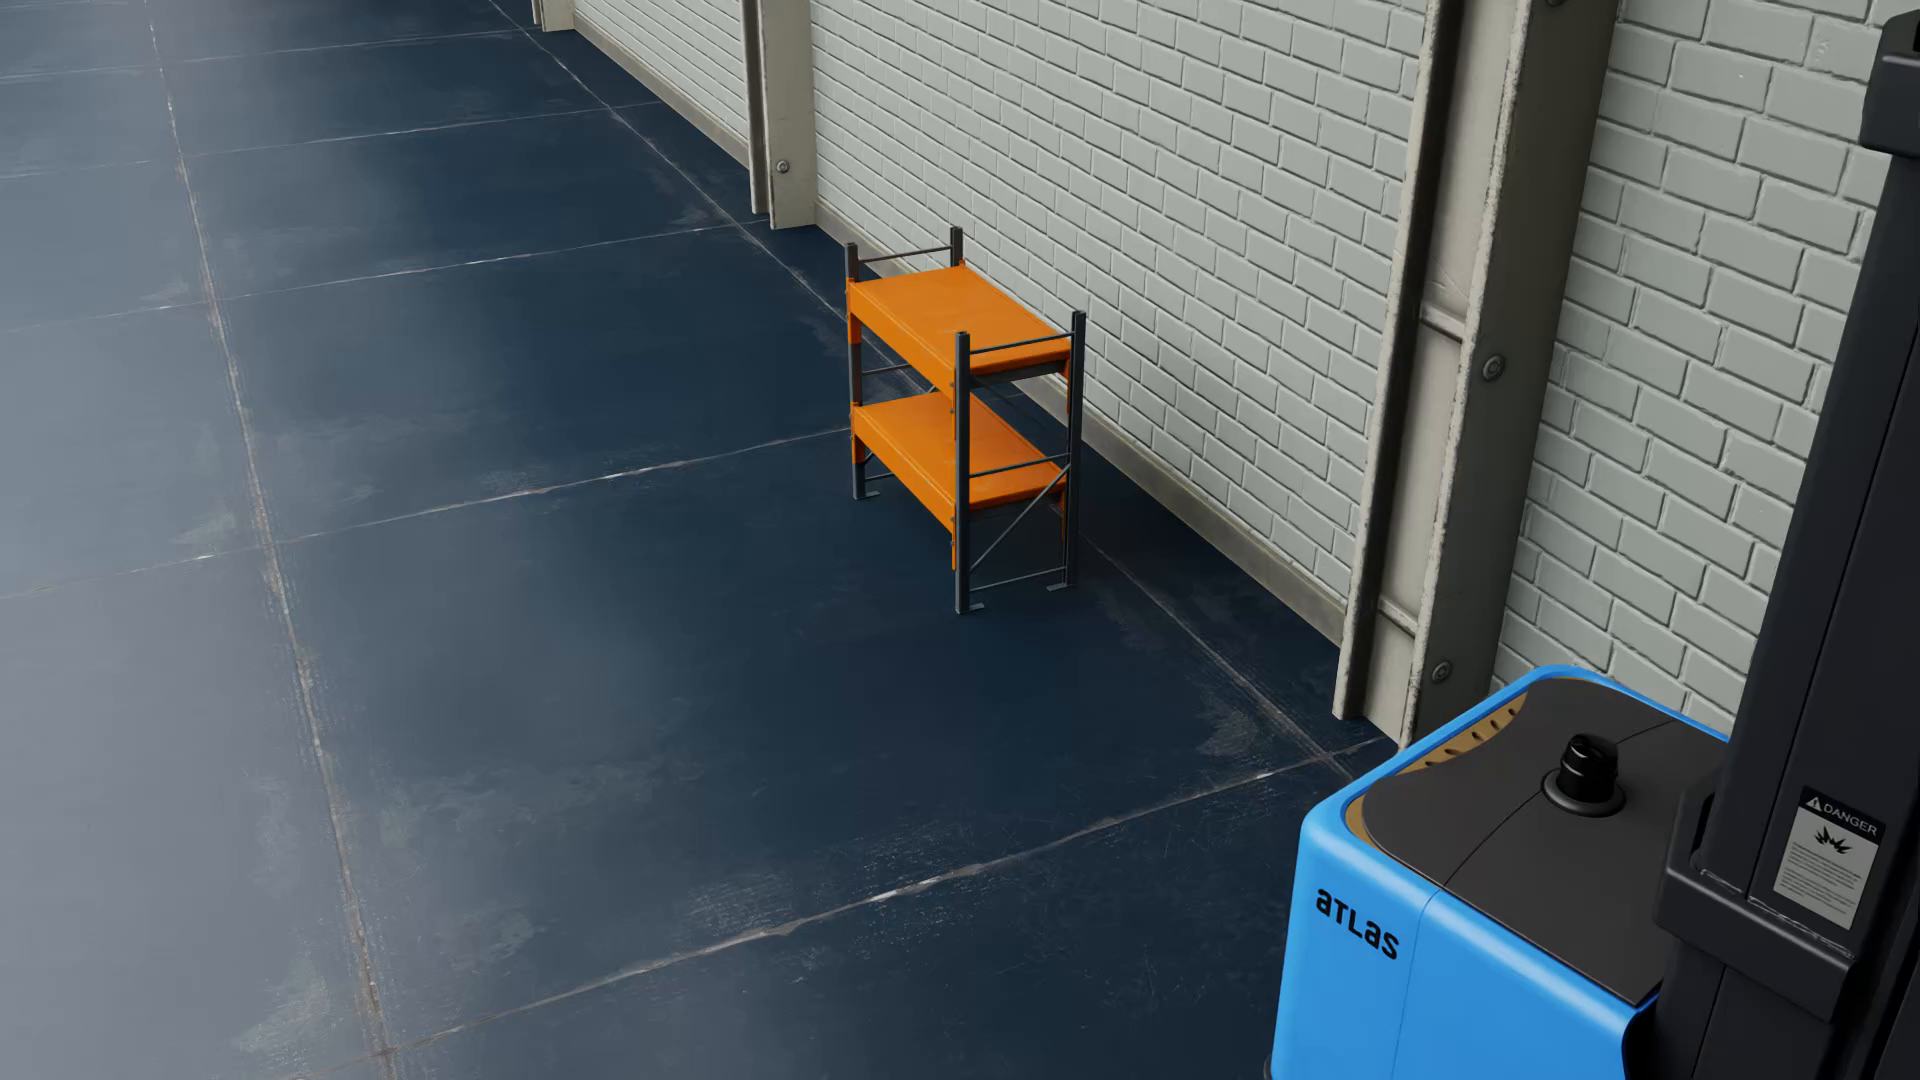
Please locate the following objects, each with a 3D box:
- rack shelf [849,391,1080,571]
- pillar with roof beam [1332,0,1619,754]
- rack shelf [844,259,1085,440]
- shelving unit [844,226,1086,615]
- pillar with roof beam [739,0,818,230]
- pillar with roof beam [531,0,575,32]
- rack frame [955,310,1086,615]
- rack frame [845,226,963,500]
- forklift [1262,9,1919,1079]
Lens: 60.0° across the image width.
[{"bbox_3d":[-0.003,-0.280,6.600,0.538,0.278,1.000,-13,32,-22],"label":"rack shelf"},{"bbox_3d":[-2.393,-2.377,1.788,9.100,9.000,0.400,-13,32,-22],"label":"pillar with roof beam"},{"bbox_3d":[-0.003,-0.749,6.337,0.538,0.278,1.000,-13,32,-22],"label":"rack shelf"},{"bbox_3d":[-0.003,-0.494,6.480,0.538,1.125,1.048,-13,32,-22],"label":"shelving unit"},{"bbox_3d":[-4.969,-5.027,6.515,9.100,9.000,0.400,-13,32,-22],"label":"pillar with roof beam"},{"bbox_3d":[-7.545,-7.678,11.241,9.100,9.000,0.400,-13,32,-22],"label":"pillar with roof beam"},{"bbox_3d":[0.215,-0.269,6.080,0.500,1.125,0.032,-13,32,-22],"label":"rack frame"},{"bbox_3d":[-0.221,-0.718,6.881,0.500,1.125,0.032,-13,32,-22],"label":"rack frame"},{"bbox_3d":[2.040,0.641,2.610,1.130,2.935,3.031,-22,36,-34],"label":"forklift"}]
